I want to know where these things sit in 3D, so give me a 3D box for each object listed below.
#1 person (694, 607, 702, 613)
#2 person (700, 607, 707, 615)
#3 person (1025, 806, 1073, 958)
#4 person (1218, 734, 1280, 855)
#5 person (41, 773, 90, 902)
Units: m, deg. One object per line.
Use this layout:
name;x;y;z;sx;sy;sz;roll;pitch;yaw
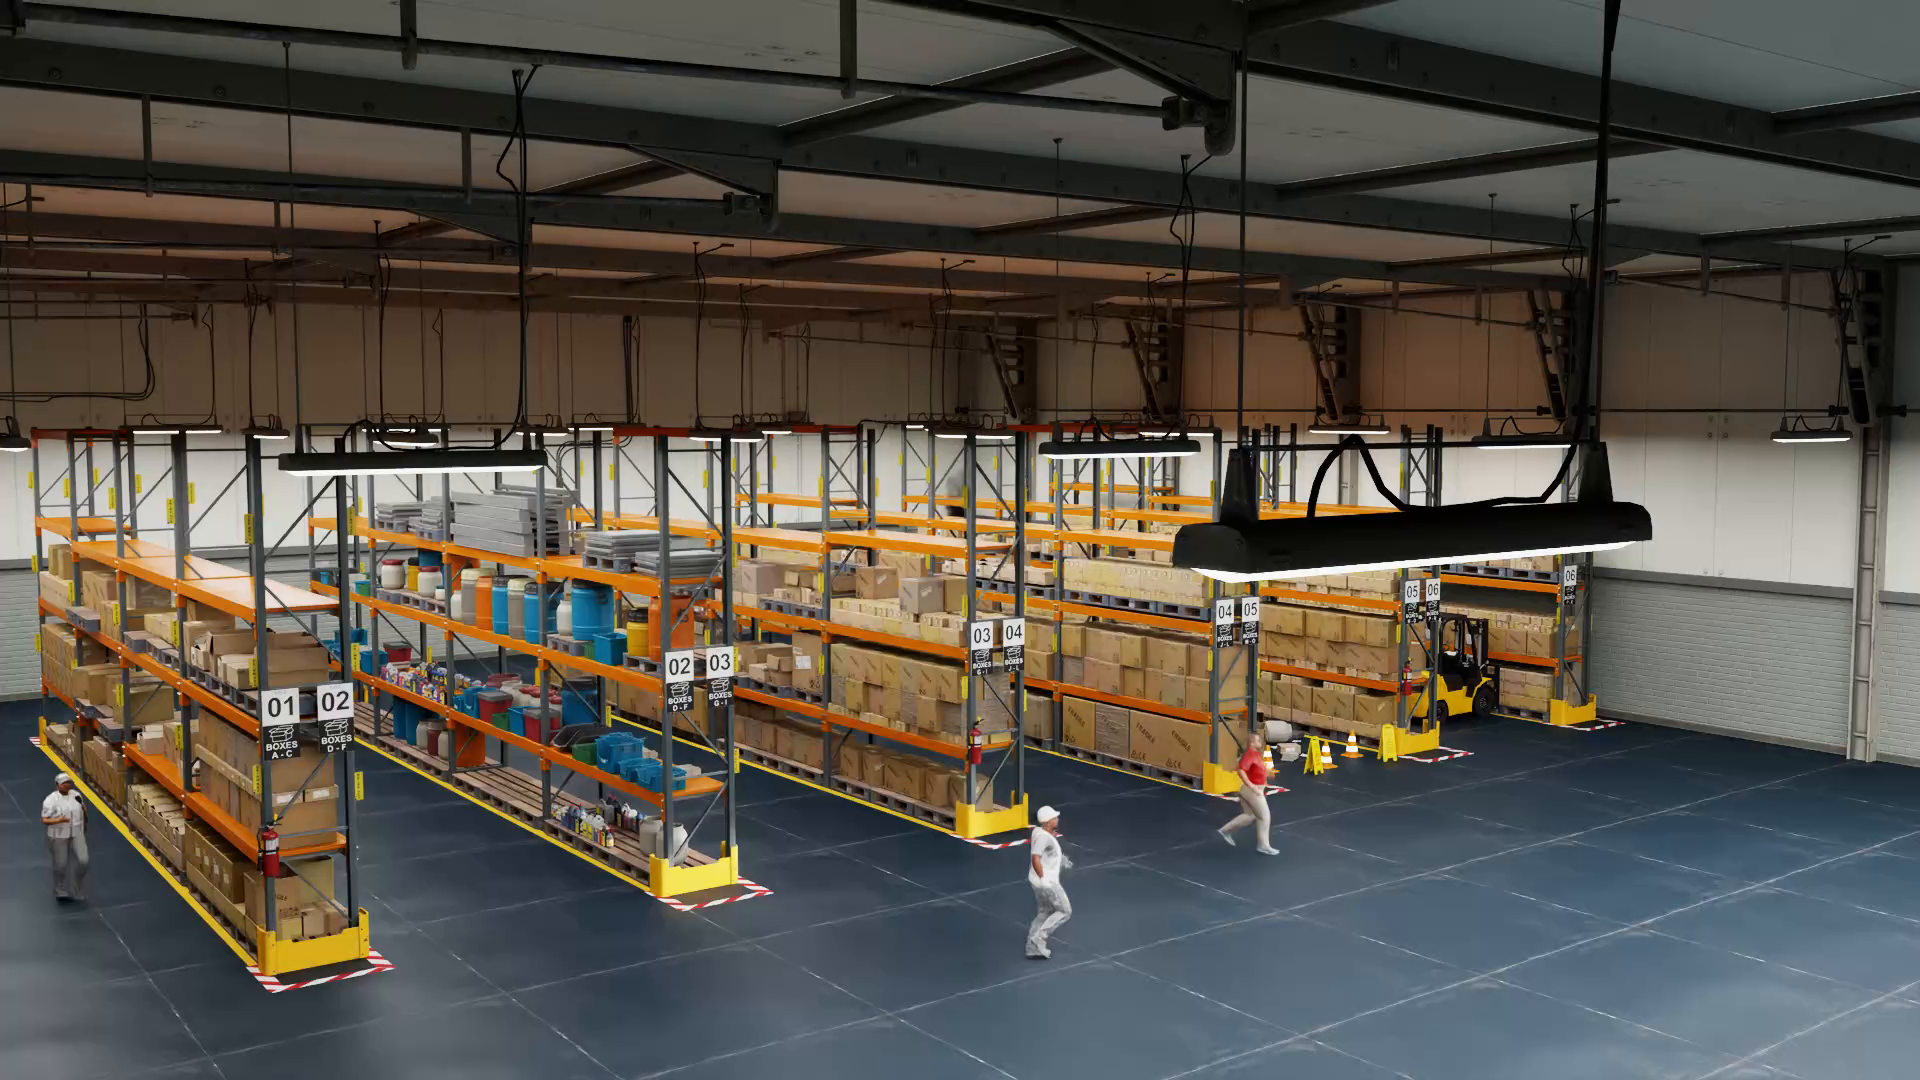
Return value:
person;-6.266;2.420;39.354;0.596;1.707;0.872;-1;5;-7
person;-6.288;2.265;41.154;0.809;1.719;0.657;3;6;36
person;1.048;3.938;19.226;0.599;1.744;0.686;-1;5;-12
person;4.128;3.618;23.739;0.876;1.739;0.651;0;4;2
person;-11.464;3.835;21.369;0.661;1.695;0.586;4;6;42
